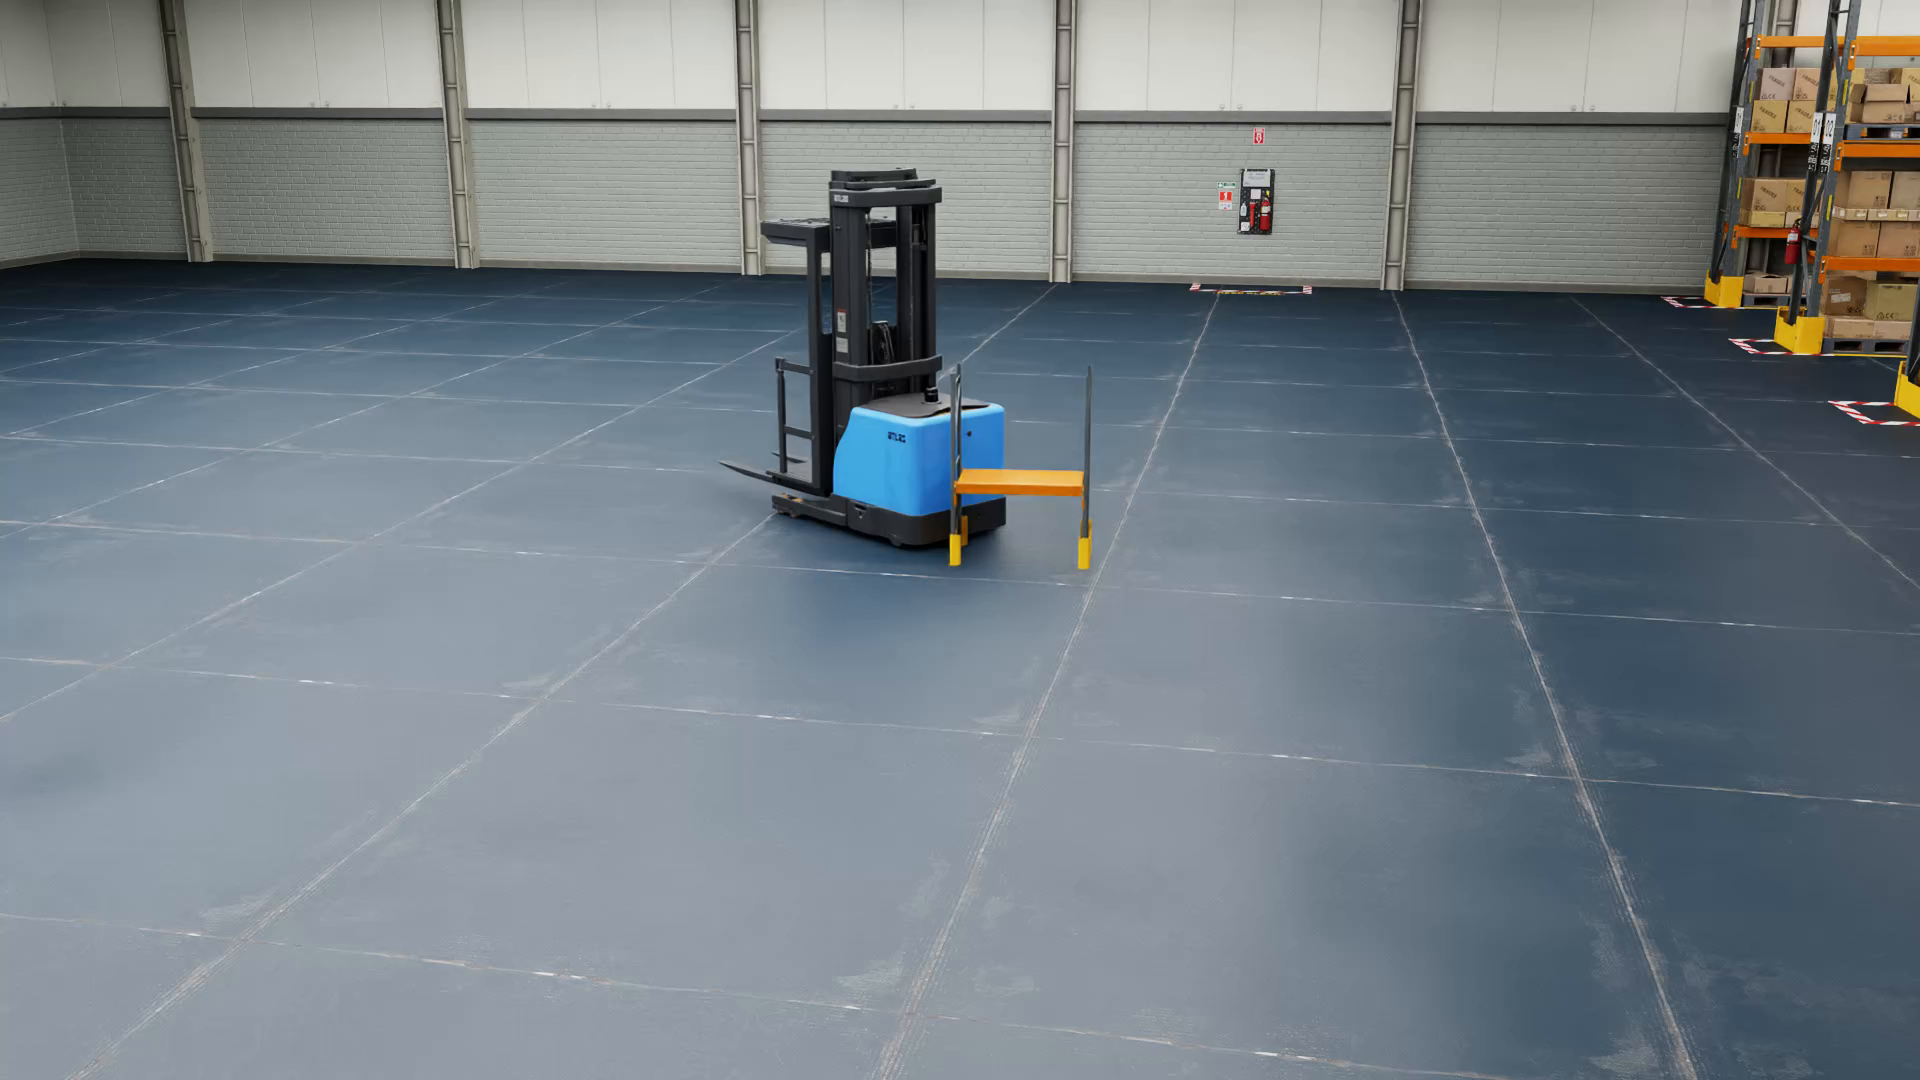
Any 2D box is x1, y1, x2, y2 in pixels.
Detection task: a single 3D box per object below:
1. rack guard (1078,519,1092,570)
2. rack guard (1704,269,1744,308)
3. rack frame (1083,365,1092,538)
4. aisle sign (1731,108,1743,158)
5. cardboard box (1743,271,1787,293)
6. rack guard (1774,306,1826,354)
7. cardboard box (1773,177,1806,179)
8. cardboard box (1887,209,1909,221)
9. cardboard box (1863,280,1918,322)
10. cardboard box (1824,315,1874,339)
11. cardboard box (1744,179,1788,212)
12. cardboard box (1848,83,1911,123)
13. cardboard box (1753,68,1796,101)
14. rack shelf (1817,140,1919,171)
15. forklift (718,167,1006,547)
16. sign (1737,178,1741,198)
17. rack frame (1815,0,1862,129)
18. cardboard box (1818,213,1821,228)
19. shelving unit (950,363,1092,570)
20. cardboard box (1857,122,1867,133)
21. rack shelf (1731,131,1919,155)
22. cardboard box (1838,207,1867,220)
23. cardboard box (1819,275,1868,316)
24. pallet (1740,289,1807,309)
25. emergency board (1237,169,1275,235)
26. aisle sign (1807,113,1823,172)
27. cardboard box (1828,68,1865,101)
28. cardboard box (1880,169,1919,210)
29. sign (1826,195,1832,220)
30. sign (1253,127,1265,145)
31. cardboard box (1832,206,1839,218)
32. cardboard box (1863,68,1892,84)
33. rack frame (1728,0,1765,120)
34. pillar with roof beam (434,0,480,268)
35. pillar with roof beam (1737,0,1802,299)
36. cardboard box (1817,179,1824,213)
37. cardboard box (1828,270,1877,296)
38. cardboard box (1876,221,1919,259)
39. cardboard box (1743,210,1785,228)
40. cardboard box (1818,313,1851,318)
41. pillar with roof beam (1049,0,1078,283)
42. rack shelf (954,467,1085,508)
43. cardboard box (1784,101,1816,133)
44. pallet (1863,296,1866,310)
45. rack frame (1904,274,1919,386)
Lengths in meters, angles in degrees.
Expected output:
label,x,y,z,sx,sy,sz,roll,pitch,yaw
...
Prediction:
label,x,y,z,sx,sy,sz,roll,pitch,yaw
rack guard,0.980,0.031,13.042,0.087,0.250,0.587,2,16,6
rack guard,12.860,-4.243,28.004,0.348,0.500,1.175,3,16,11
rack frame,0.982,-0.572,12.875,0.032,1.500,0.500,2,16,6
aisle sign,12.655,-6.630,27.068,0.004,0.787,0.394,3,16,11
cardboard box,13.445,-4.308,27.767,0.500,0.311,0.500,1,16,5
rack guard,11.778,-2.953,23.344,0.348,0.500,1.175,3,16,11
cardboard box,13.781,-5.752,27.606,0.500,0.500,0.500,3,16,12
cardboard box,12.647,-4.413,22.530,0.250,0.149,0.380,3,16,11
cardboard box,12.773,-3.282,22.809,0.500,0.500,0.500,3,16,11
cardboard box,12.283,-2.947,23.004,0.500,0.250,0.500,3,16,11
cardboard box,13.193,-5.647,27.226,0.500,0.500,0.500,3,16,11
cardboard box,12.364,-5.890,22.402,0.637,0.503,0.797,4,16,15
cardboard box,13.115,-7.353,26.831,0.500,0.500,0.500,2,16,7
rack shelf,13.762,-5.149,22.317,4.000,0.370,1.077,3,16,11
forklift,-0.979,-1.682,14.202,1.130,2.935,3.031,-14,20,-40
sign,12.677,-5.727,27.057,0.005,0.325,0.100,3,16,11
rack frame,11.802,-7.047,22.205,0.127,3.000,1.000,3,16,11
cardboard box,14.210,-5.228,27.119,0.500,0.250,0.500,3,16,10
shelving unit,0.485,-0.585,12.923,1.083,1.500,0.587,2,16,6
cardboard box,14.621,-6.785,26.652,0.500,0.500,0.500,4,16,15
rack shelf,14.745,-6.445,26.996,4.000,0.370,1.077,3,16,11
cardboard box,12.144,-4.440,22.627,0.250,0.149,0.380,3,16,11
cardboard box,12.387,-3.444,23.395,0.500,0.500,0.500,3,16,11
pallet,13.649,-4.052,27.853,1.213,0.211,1.003,3,16,11
emergency board,5.350,-6.102,30.030,0.643,1.169,0.194,3,16,11
aisle sign,11.796,-5.489,22.949,0.004,0.787,0.394,3,16,11
cardboard box,14.100,-7.289,26.599,0.500,0.500,0.500,4,16,13
cardboard box,12.825,-4.772,22.611,0.500,0.500,0.700,3,16,10
sign,11.685,-4.467,22.357,0.005,0.325,0.100,3,16,11
sign,5.362,-7.245,29.816,0.199,0.298,0.001,3,16,11
cardboard box,12.214,-4.546,23.012,0.250,0.149,0.380,3,16,10
cardboard box,14.767,-7.396,26.985,0.500,0.500,0.500,3,16,11
rack frame,12.785,-8.343,26.884,0.127,3.000,1.000,3,16,11
pillar with roof beam,-10.733,-8.683,28.110,0.400,9.000,9.100,3,16,11
pillar with roof beam,12.786,-7.406,23.501,0.400,9.000,9.100,3,16,11
cardboard box,14.181,-5.589,27.017,0.500,0.500,0.500,3,16,9
cardboard box,14.713,-4.317,27.444,0.500,0.500,0.700,2,16,8
cardboard box,12.772,-4.149,22.794,0.500,0.500,0.700,4,16,13
cardboard box,13.200,-5.280,27.308,0.500,0.250,0.500,3,16,9
cardboard box,12.386,-3.082,23.493,0.500,0.250,0.500,3,16,11
pillar with roof beam,1.027,-8.045,25.805,0.400,9.000,9.100,3,16,11
rack shelf,0.476,-0.412,12.972,1.000,0.185,0.538,2,16,6
cardboard box,13.582,-6.834,26.831,0.500,0.500,0.500,4,16,15
pallet,14.841,-3.986,27.616,1.213,0.211,1.003,3,16,11
rack frame,10.811,-2.861,18.329,0.127,3.000,1.000,3,16,11
